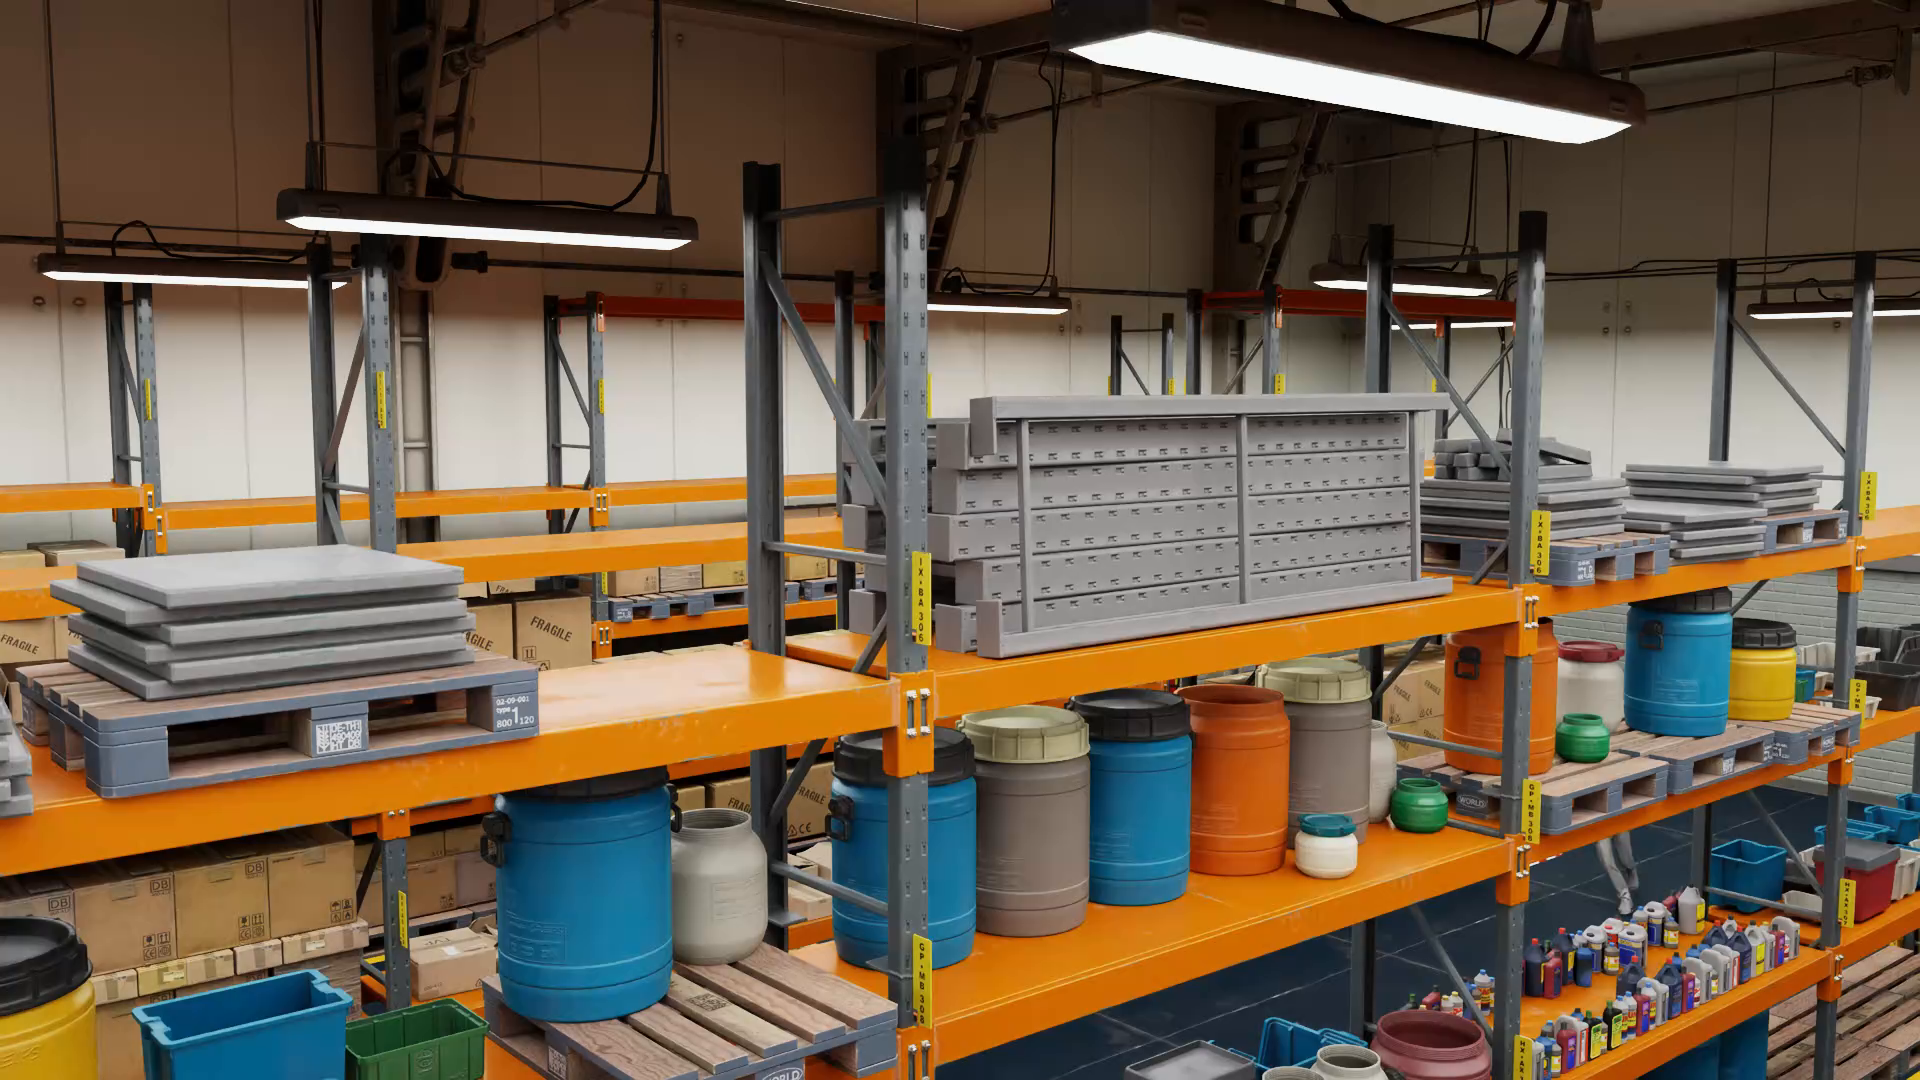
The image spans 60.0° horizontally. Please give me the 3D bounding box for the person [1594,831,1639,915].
[{"bbox_3d":[6.372,2.782,16.463,0.644,1.638,0.804,3,6,27],"label":"person"}]
